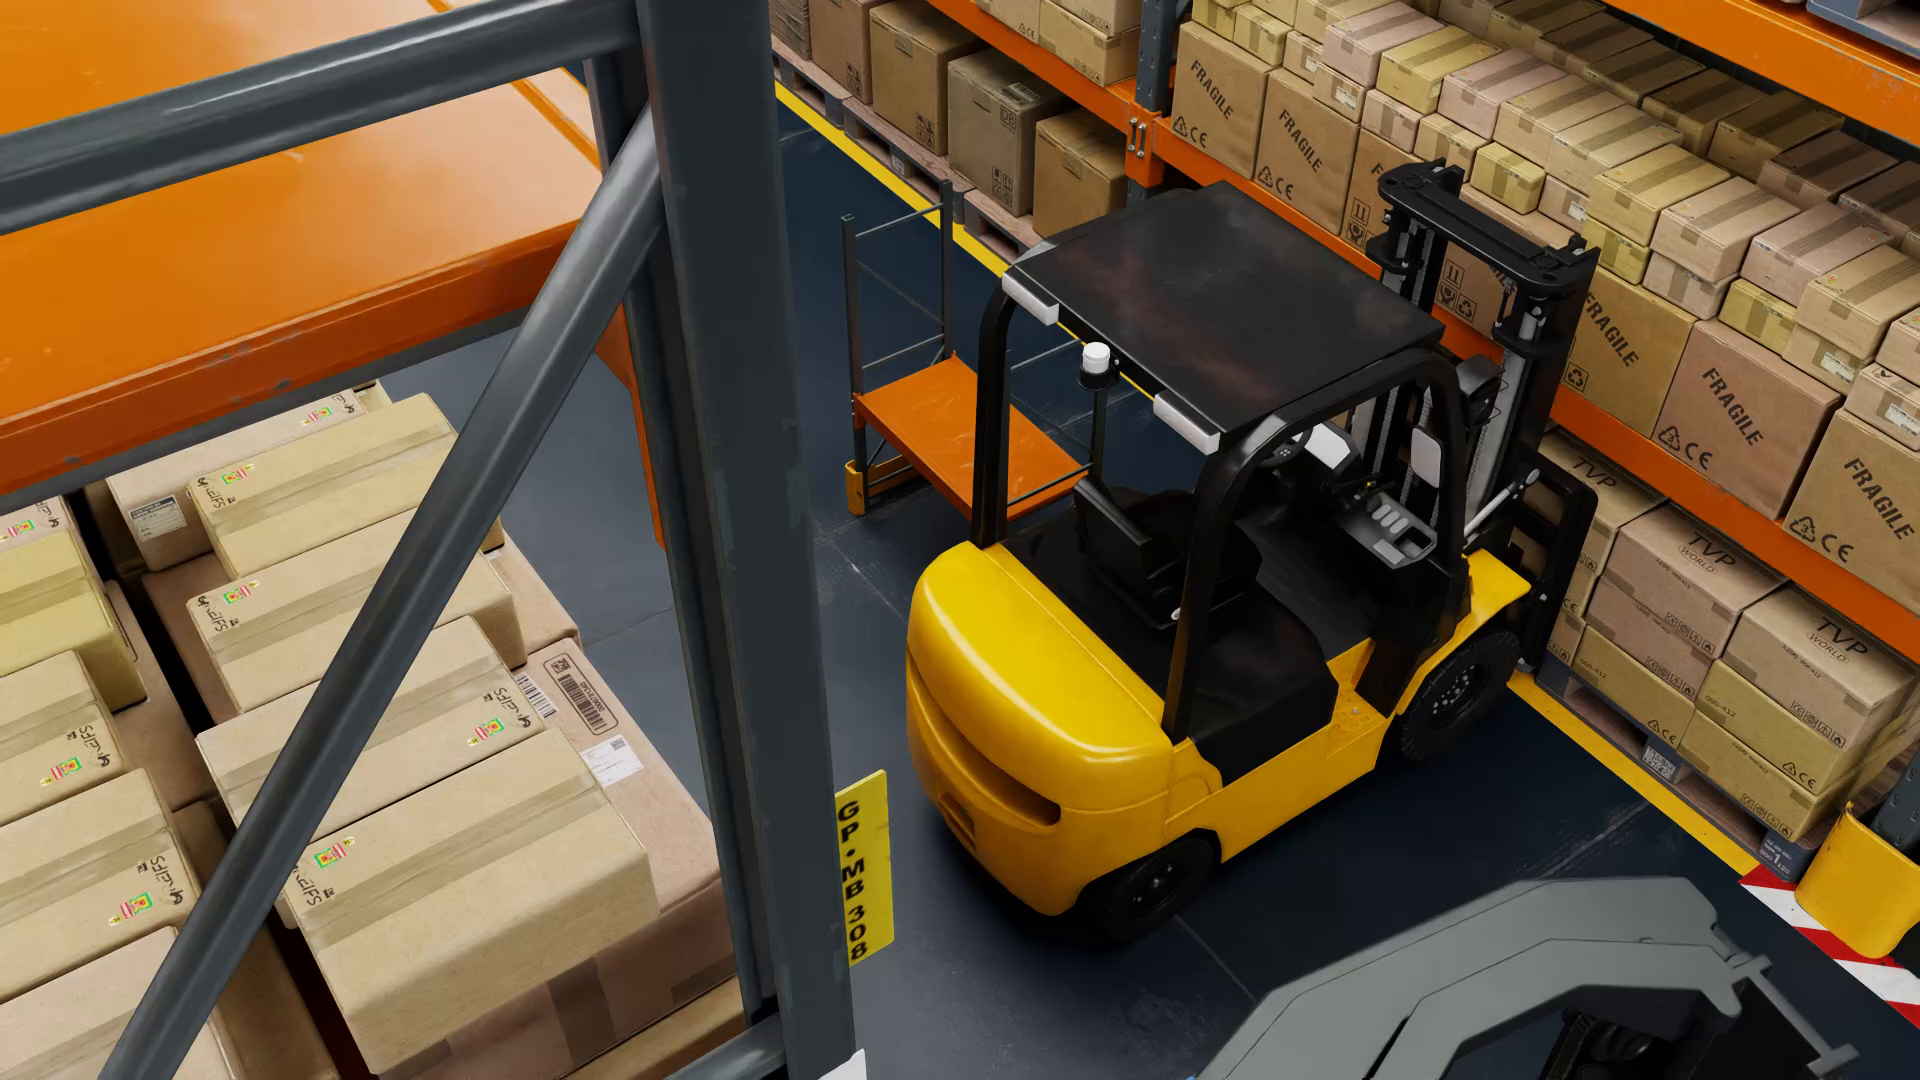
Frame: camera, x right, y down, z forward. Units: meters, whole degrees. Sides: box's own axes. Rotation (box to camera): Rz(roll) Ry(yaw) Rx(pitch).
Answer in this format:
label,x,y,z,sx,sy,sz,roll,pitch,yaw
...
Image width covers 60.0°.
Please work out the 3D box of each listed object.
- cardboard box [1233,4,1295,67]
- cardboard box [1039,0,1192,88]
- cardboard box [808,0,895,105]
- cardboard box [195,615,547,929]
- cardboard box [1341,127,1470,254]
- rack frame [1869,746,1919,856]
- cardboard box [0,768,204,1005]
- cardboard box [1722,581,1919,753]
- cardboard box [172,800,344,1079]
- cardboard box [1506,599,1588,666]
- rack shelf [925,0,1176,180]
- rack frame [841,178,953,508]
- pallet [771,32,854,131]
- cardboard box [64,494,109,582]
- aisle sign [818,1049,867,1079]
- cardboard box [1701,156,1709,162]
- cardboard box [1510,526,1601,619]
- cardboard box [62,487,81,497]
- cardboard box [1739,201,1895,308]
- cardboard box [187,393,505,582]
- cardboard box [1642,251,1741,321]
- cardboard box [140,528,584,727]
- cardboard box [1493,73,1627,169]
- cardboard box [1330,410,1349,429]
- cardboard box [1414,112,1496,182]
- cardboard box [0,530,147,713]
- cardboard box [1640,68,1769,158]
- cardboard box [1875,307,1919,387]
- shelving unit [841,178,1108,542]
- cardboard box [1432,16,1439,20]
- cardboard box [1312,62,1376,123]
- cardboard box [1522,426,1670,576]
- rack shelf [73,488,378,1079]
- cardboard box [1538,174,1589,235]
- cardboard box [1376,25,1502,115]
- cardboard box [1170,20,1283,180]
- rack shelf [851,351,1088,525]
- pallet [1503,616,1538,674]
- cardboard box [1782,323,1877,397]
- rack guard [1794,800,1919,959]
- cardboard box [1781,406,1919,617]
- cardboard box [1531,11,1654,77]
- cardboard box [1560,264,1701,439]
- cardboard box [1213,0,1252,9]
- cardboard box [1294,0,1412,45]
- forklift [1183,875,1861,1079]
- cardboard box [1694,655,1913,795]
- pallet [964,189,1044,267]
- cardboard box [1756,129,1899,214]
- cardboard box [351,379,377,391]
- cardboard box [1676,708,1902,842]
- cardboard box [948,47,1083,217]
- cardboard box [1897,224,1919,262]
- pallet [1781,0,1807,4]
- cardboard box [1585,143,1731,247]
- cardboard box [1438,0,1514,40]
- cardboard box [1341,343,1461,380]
label,x,y,z,sx,sy,sz,roll,pitch,yaw
cardboard box,1.331,-2.071,6.696,0.380,0.149,0.250,-25,49,-24
cardboard box,0.712,-2.359,7.648,0.500,0.250,0.500,-25,49,-24
cardboard box,-0.348,-3.064,9.694,0.875,0.625,0.625,-24,49,-23
cardboard box,-0.759,0.296,2.190,0.380,0.149,0.250,-26,49,-25
cardboard box,1.857,-1.338,6.398,0.500,0.500,0.500,-26,50,-25
rack frame,3.503,0.034,5.033,1.000,3.000,0.127,-26,49,-24
cardboard box,-1.118,0.479,2.000,0.380,0.149,0.250,-25,49,-24
cardboard box,2.984,0.378,5.636,0.500,0.250,0.500,-24,49,-23
cardboard box,-1.080,0.676,2.082,0.500,0.250,0.500,-26,50,-25
cardboard box,2.420,0.163,6.585,0.500,0.250,0.500,-25,49,-24
rack shelf,0.071,-3.104,8.841,1.077,0.370,4.000,-26,49,-24
rack frame,-0.242,-0.782,6.974,0.500,1.500,0.032,-26,49,-24
pallet,-0.635,-3.006,10.237,1.003,0.211,1.213,-26,49,-24
cardboard box,-1.667,0.098,2.687,0.500,0.250,0.500,-24,49,-23
aisle sign,-0.276,0.970,2.170,0.394,0.787,0.004,-26,49,-24
cardboard box,2.664,-1.408,6.001,0.380,0.149,0.250,-26,49,-25
cardboard box,2.378,-0.028,6.423,0.500,0.250,0.500,-27,50,-25
cardboard box,-1.644,-0.123,2.629,0.380,0.149,0.250,-27,50,-26
cardboard box,2.705,-0.899,5.253,0.380,0.149,0.250,-25,49,-24
cardboard box,-0.934,-0.041,2.544,0.380,0.149,0.250,-26,49,-25
cardboard box,2.482,-0.904,5.473,0.380,0.149,0.250,-27,50,-26
cardboard box,-0.915,0.180,2.601,0.500,0.250,0.500,-26,50,-25
cardboard box,2.113,-1.479,5.861,0.380,0.149,0.250,-26,49,-24
cardboard box,1.806,-0.600,7.022,0.500,0.250,0.500,-26,50,-25
cardboard box,1.890,-1.481,6.078,0.380,0.149,0.250,-27,50,-26
cardboard box,-1.382,0.177,2.315,0.380,0.149,0.250,-25,49,-24
cardboard box,2.625,-1.506,5.888,0.380,0.149,0.250,-25,49,-24
cardboard box,2.959,-0.591,4.930,0.380,0.149,0.250,-26,49,-24
shelving unit,0.044,-0.499,6.678,0.587,1.500,1.083,-26,49,-24
cardboard box,1.925,-2.140,6.768,0.380,0.149,0.250,-25,49,-23
cardboard box,1.583,-1.766,6.376,0.380,0.149,0.250,-25,49,-24
cardboard box,2.390,-0.191,6.232,0.500,0.250,0.500,-25,49,-24
rack shelf,-1.710,0.040,3.376,1.077,0.370,4.000,-26,49,-24
cardboard box,2.252,-1.216,5.800,0.380,0.149,0.250,-26,49,-25
cardboard box,1.764,-1.736,6.129,0.380,0.149,0.250,-26,50,-25
cardboard box,1.254,-1.913,7.000,0.500,0.500,0.500,-27,50,-25
rack shelf,0.049,-0.364,6.797,0.538,0.185,1.000,-26,49,-24
pallet,2.337,-0.064,7.155,1.003,0.211,1.213,-26,49,-24
cardboard box,2.806,-0.626,5.182,0.380,0.149,0.250,-25,49,-24
rack guard,3.517,0.952,5.882,1.175,0.500,0.348,-26,49,-24
cardboard box,3.006,-0.177,5.181,0.500,0.500,0.500,-27,50,-25
cardboard box,2.351,-1.810,6.207,0.380,0.149,0.250,-26,50,-25
cardboard box,2.423,-0.764,5.797,0.500,0.500,0.500,-27,50,-25
cardboard box,1.154,-2.312,6.733,0.380,0.149,0.250,-25,49,-24
cardboard box,1.531,-2.058,6.467,0.380,0.149,0.250,-27,50,-25
forklift,1.028,2.078,2.941,1.130,2.935,3.031,-18,47,-18
cardboard box,2.968,0.544,5.824,0.500,0.250,0.500,-26,50,-25
pallet,0.761,-1.624,8.789,1.003,0.211,1.213,-26,49,-24
cardboard box,2.901,-1.209,5.578,0.380,0.149,0.250,-24,49,-23
cardboard box,-1.237,-0.324,2.840,0.380,0.149,0.250,-24,49,-23
cardboard box,2.975,0.736,5.985,0.500,0.250,0.500,-25,49,-24
cardboard box,0.469,-2.258,8.849,0.875,0.625,0.625,-26,50,-25
cardboard box,3.201,-0.924,5.279,0.380,0.149,0.250,-25,49,-24
pallet,2.418,-2.121,5.182,1.003,0.211,1.213,-26,49,-24
cardboard box,2.313,-1.147,5.512,0.380,0.149,0.250,-25,49,-24
cardboard box,2.112,-2.128,6.540,0.380,0.149,0.250,-27,50,-25
cardboard box,1.812,-0.781,6.850,0.500,0.250,0.500,-24,49,-23
